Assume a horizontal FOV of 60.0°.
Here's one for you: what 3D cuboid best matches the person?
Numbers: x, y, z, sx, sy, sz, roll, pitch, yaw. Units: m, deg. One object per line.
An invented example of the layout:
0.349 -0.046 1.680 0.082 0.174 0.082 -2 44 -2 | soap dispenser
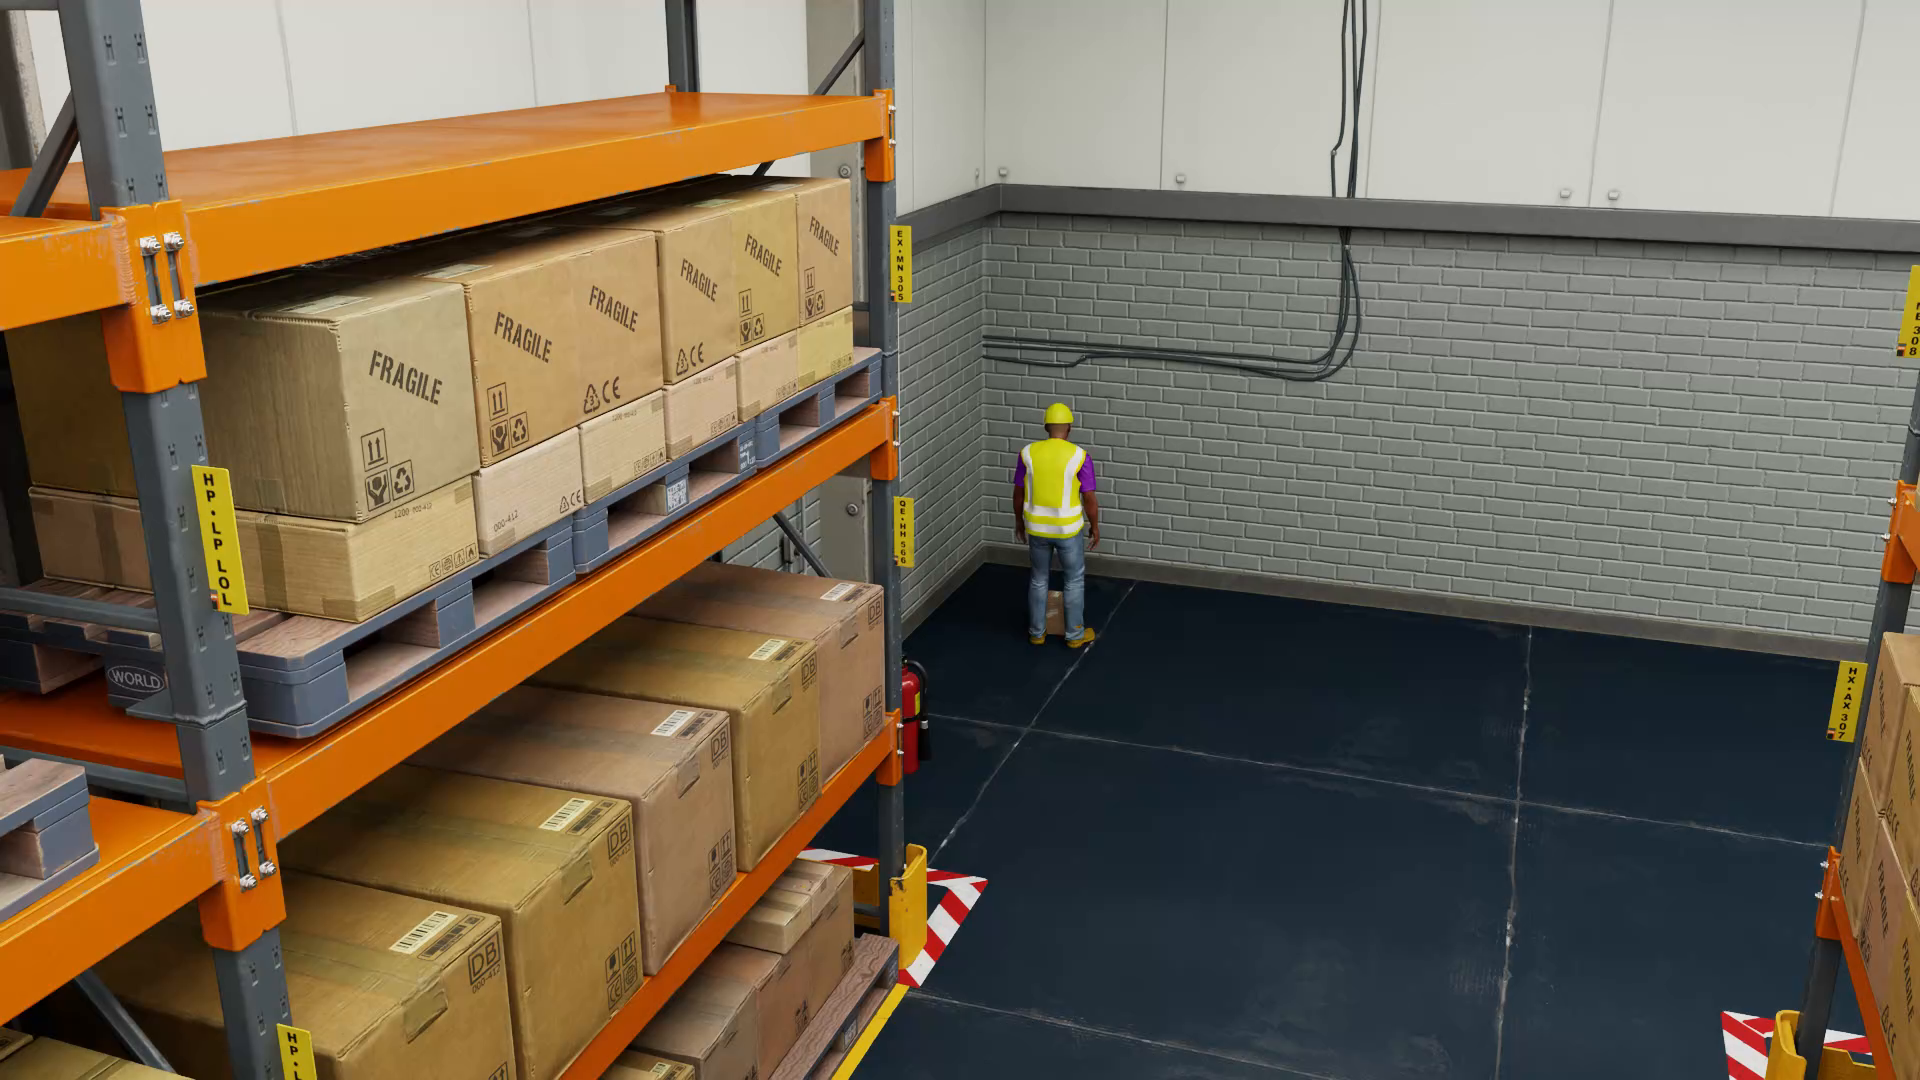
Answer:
0.689 -0.101 11.839 0.626 1.756 0.461 6 20 18 | person
